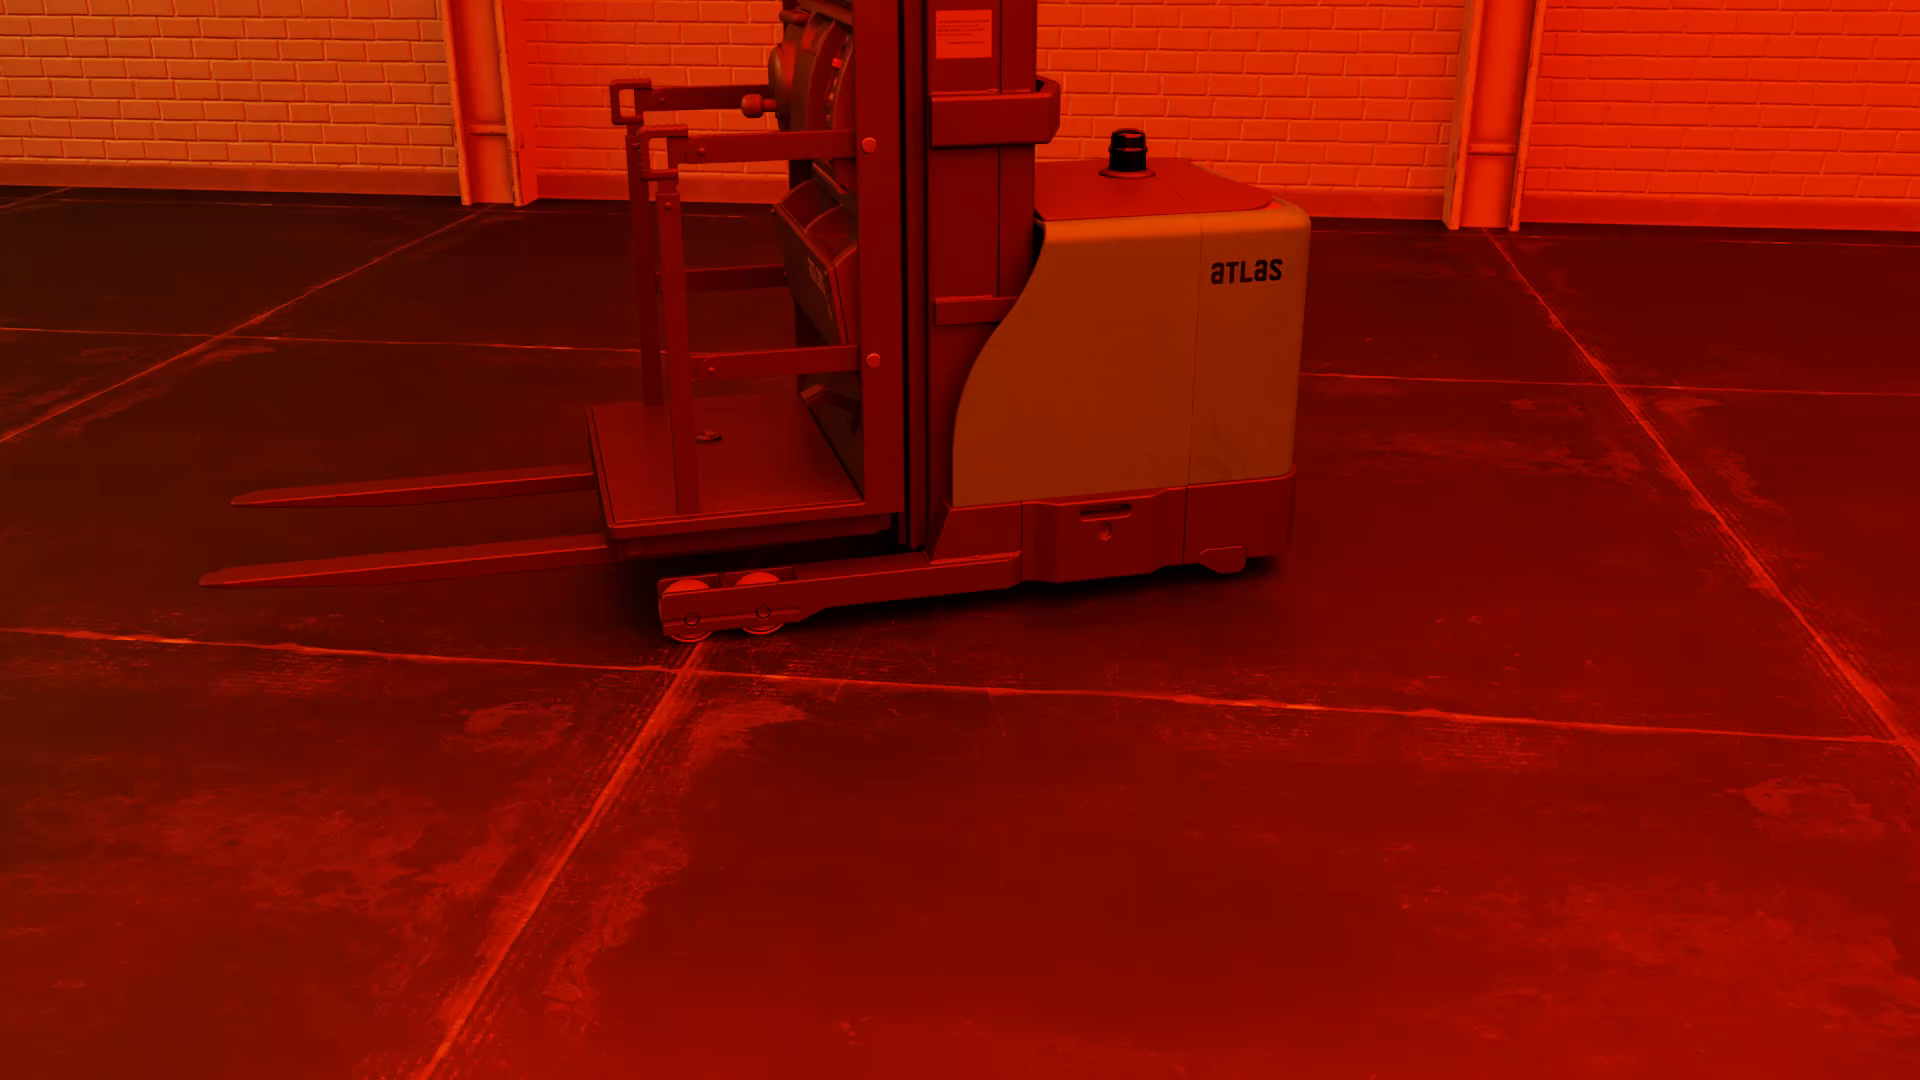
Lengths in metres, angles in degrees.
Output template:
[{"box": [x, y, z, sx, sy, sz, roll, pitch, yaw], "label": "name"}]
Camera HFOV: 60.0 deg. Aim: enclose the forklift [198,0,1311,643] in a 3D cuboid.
[{"box": [-0.588, -1.301, 4.485, 3.031, 2.935, 1.130, -6, 23, -14], "label": "forklift"}]
